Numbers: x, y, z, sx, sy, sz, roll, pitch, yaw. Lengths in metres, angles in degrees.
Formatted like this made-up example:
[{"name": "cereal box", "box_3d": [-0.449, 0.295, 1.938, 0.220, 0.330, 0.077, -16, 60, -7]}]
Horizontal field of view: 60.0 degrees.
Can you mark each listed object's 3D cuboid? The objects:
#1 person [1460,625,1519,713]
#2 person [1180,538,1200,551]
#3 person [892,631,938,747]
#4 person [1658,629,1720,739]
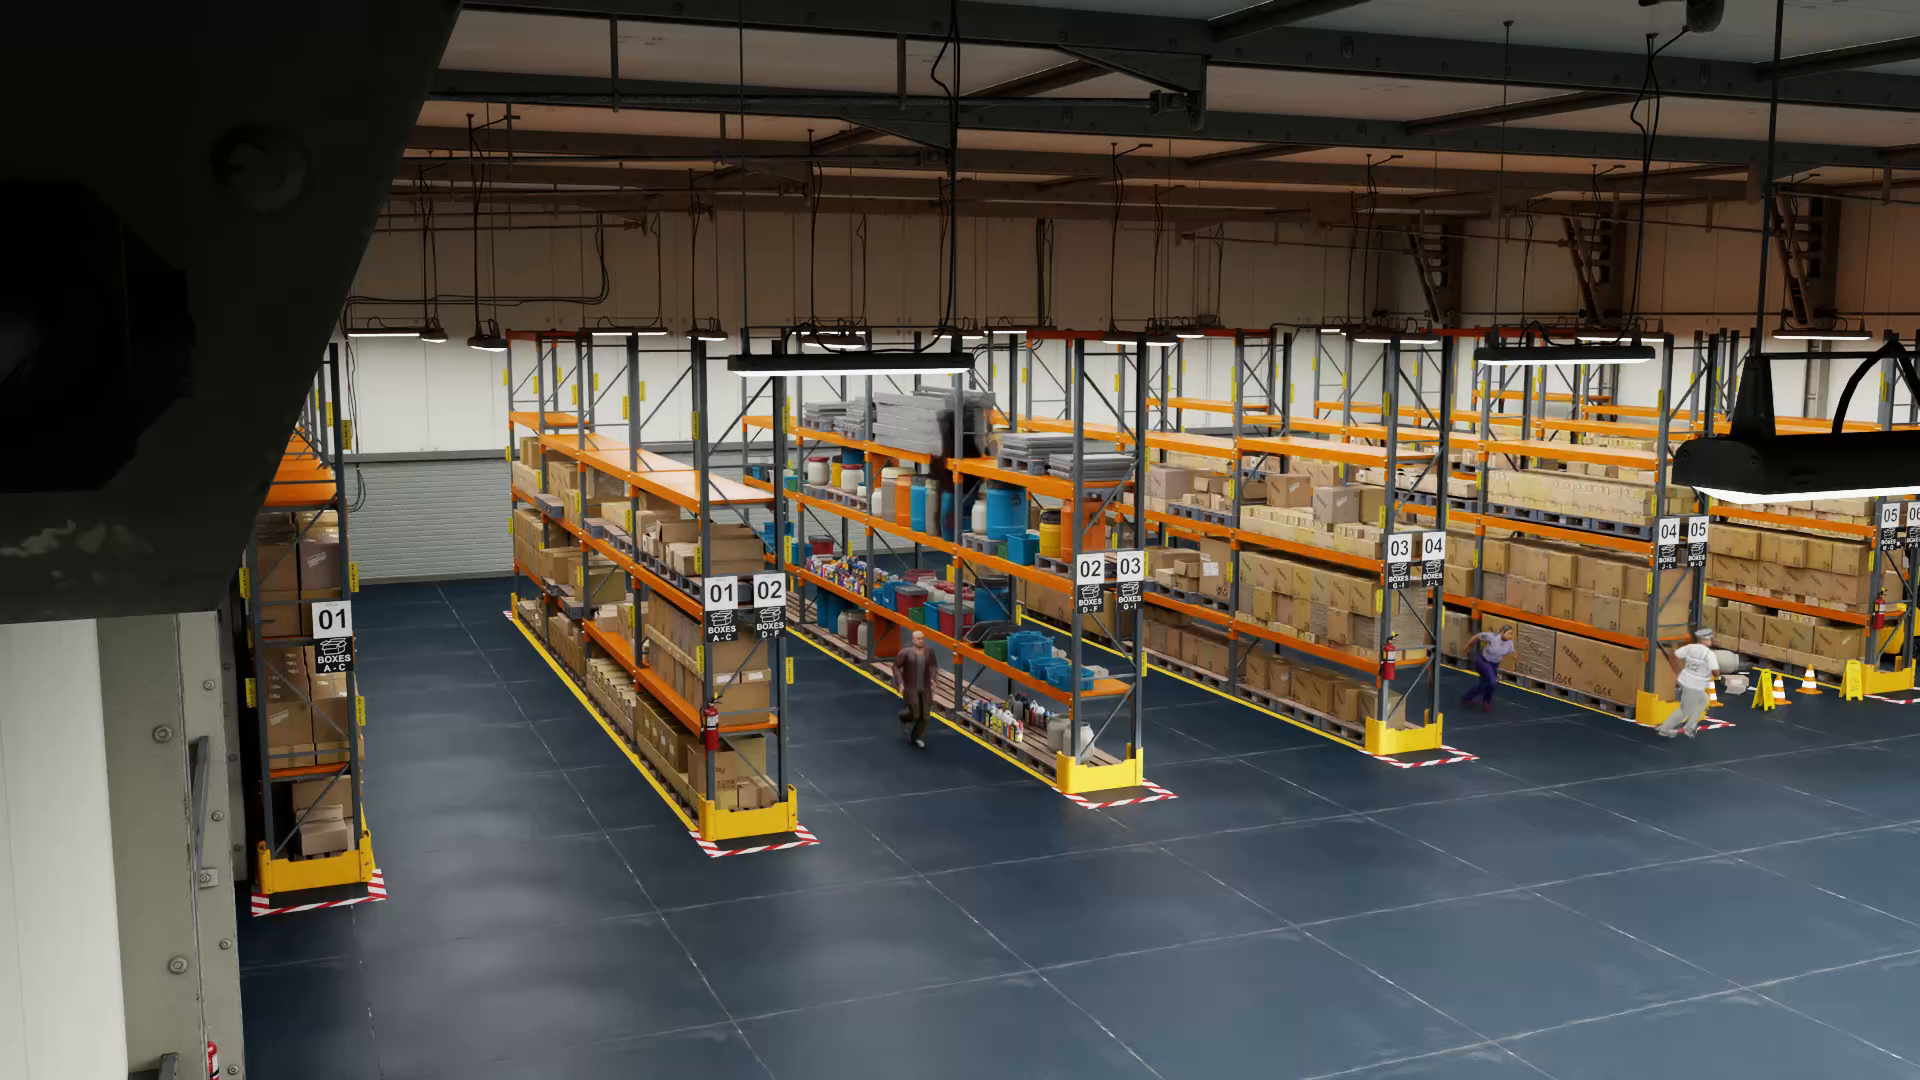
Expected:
[{"name": "person", "box_3d": [8.465, 2.007, 26.519, 0.565, 1.432, 1.075, -4, 9, -25]}, {"name": "person", "box_3d": [5.900, -0.268, 42.177, 0.844, 1.766, 0.647, -4, 9, -27]}, {"name": "person", "box_3d": [-0.648, 2.169, 24.451, 0.702, 1.725, 0.672, -3, 8, -23]}, {"name": "person", "box_3d": [10.792, 2.172, 24.547, 0.763, 1.780, 0.727, 0, 8, -2]}]
